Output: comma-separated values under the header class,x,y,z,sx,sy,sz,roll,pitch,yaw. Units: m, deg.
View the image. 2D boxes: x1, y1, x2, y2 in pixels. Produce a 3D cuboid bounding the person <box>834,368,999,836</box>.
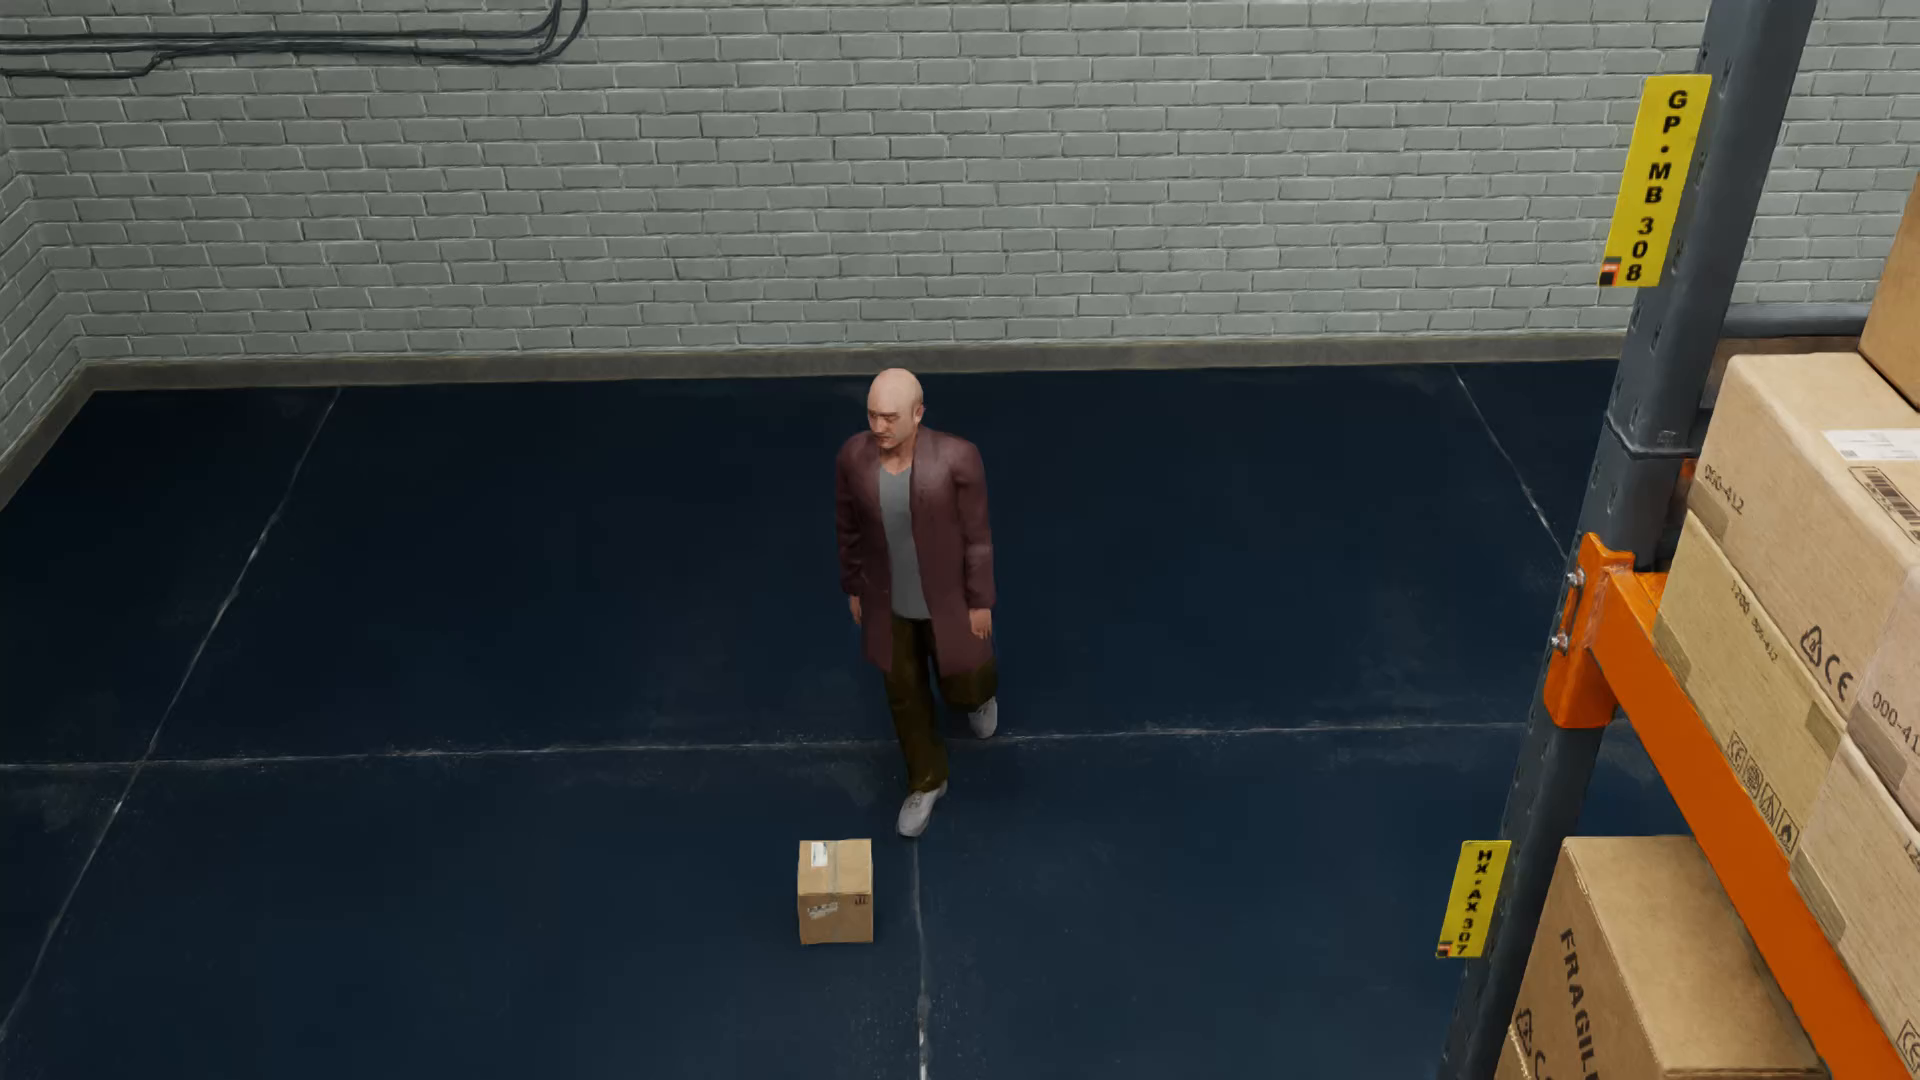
class,x,y,z,sx,sy,sz,roll,pitch,yaw
person,-0.144,0.167,5.913,0.611,1.769,0.792,9,36,12
